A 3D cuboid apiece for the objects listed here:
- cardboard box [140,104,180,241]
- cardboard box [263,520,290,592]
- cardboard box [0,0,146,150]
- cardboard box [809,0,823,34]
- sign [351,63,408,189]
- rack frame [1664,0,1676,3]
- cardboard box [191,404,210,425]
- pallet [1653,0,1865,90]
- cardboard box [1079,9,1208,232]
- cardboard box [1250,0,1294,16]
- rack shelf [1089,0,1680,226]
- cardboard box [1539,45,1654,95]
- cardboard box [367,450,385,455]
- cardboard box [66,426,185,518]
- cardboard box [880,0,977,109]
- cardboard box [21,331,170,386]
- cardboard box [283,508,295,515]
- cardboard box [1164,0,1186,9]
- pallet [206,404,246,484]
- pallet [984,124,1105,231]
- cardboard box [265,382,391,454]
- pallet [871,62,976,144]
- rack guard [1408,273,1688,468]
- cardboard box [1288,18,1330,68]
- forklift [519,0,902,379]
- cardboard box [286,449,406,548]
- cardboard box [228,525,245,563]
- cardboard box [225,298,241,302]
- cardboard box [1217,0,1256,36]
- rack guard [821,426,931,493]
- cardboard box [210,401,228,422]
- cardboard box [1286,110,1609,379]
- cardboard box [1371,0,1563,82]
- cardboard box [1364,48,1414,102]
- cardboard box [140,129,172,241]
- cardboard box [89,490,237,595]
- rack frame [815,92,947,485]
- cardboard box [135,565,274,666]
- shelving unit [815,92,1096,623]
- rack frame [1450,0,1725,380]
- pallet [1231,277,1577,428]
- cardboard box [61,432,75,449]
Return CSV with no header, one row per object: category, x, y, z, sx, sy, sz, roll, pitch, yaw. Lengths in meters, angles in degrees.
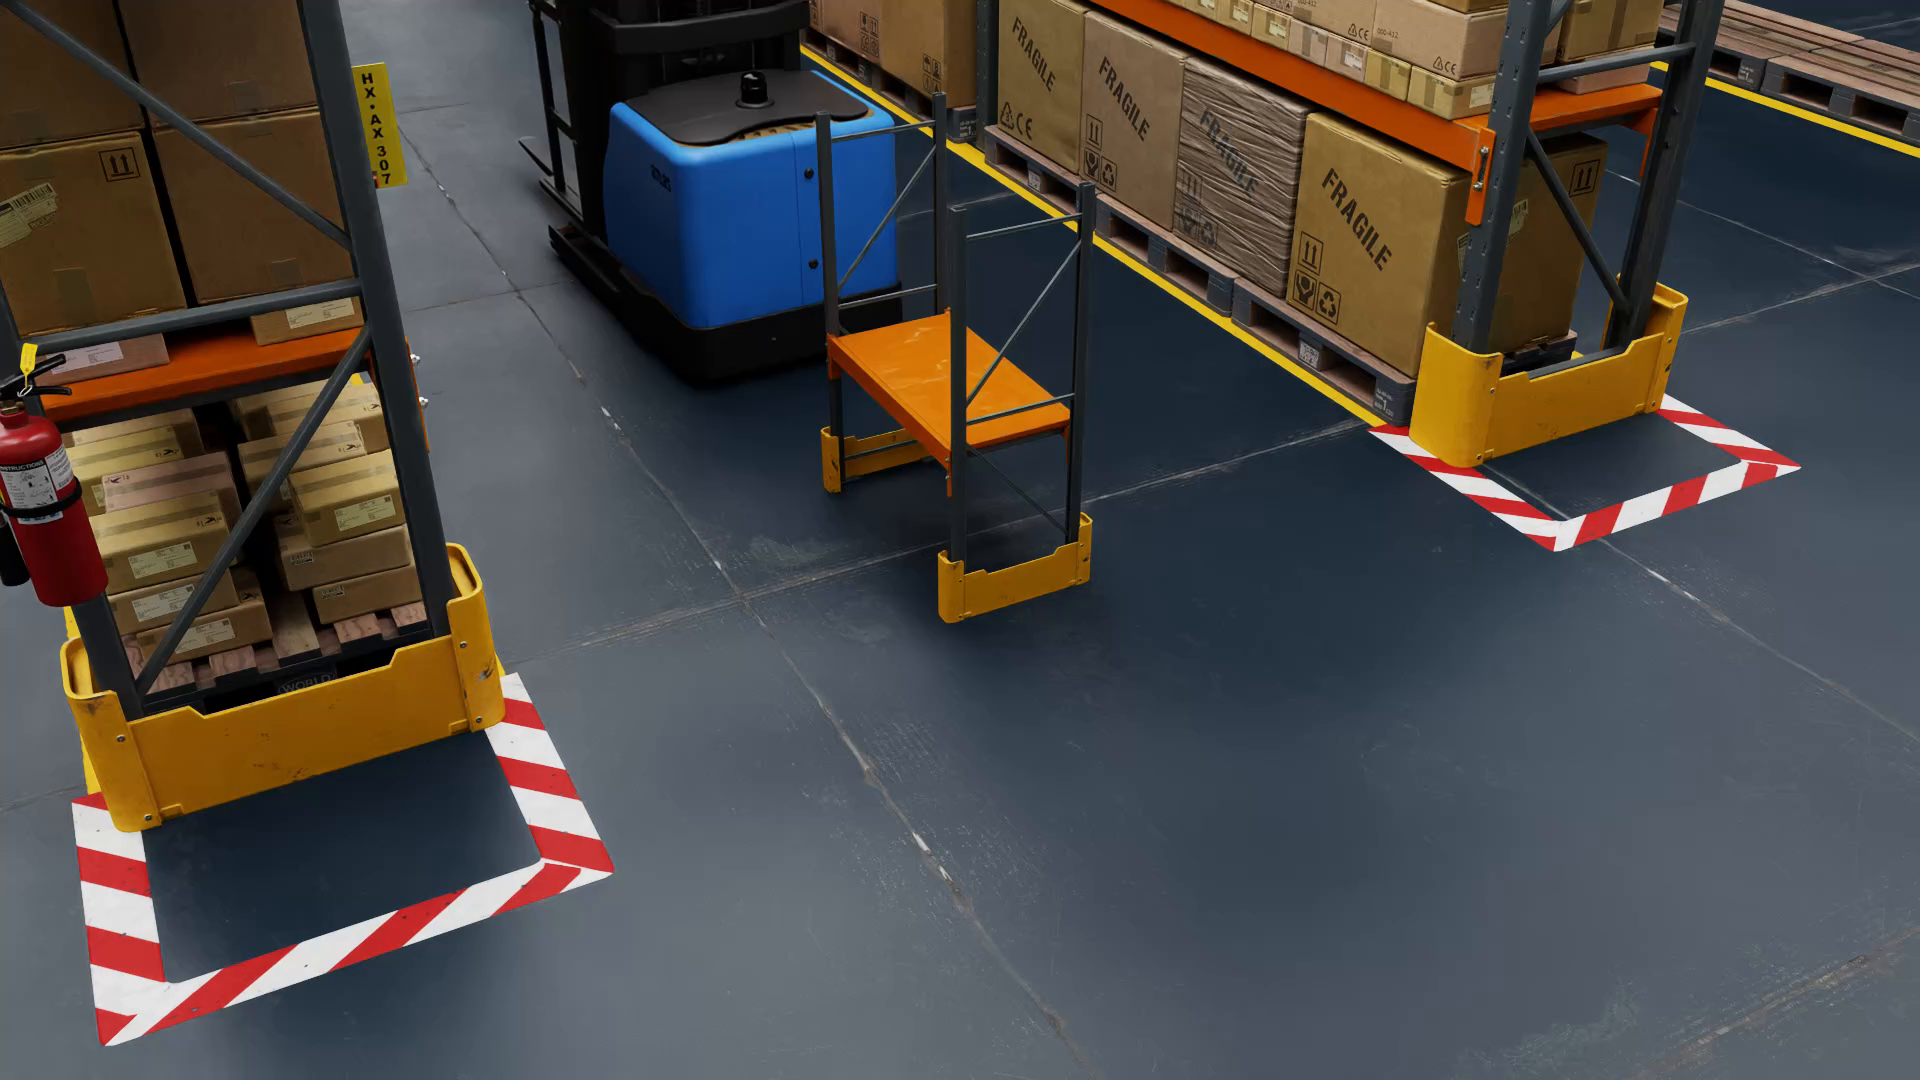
cardboard box,-2.243,-1.280,5.099,0.500,0.500,0.500,-16,36,-23
cardboard box,-2.161,0.009,5.709,0.380,0.149,0.250,-16,36,-23
cardboard box,-2.439,-1.324,4.241,0.500,0.500,0.500,-17,36,-24
cardboard box,-0.588,-4.117,11.477,1.225,0.875,0.875,-16,36,-23
sign,-1.526,-1.081,4.354,0.100,0.325,0.005,-16,36,-23
rack frame,4.946,-4.934,11.171,1.000,3.000,0.127,-16,36,-23
cardboard box,-3.154,-0.496,6.497,0.380,0.149,0.250,-15,36,-22
pallet,5.323,-3.419,11.391,1.003,0.211,1.213,-16,36,-23
cardboard box,1.221,-2.206,8.493,0.875,0.875,0.875,-16,36,-23
cardboard box,1.495,-2.491,7.221,0.500,0.250,0.500,-17,36,-25
rack shelf,1.497,-2.431,7.931,1.077,0.370,4.000,-16,36,-23
cardboard box,2.556,-1.926,6.709,0.380,0.149,0.250,-15,36,-23
cardboard box,-2.316,-0.386,6.049,0.380,0.149,0.250,-15,35,-22
cardboard box,-2.776,-0.222,5.518,0.380,0.149,0.250,-17,36,-24
cardboard box,0.248,-3.271,10.155,1.225,0.875,0.875,-16,36,-23
cardboard box,-2.408,-0.559,4.574,0.380,0.149,0.250,-16,36,-23
cardboard box,-2.100,-0.141,5.668,0.380,0.149,0.250,-16,36,-23
cardboard box,1.136,-2.614,7.783,0.380,0.149,0.250,-17,36,-24
pallet,-2.953,-0.420,6.710,1.003,0.211,1.213,-16,36,-23
pallet,0.850,-2.132,9.381,1.003,0.211,1.213,-16,36,-23
cardboard box,-2.188,-0.396,5.790,0.380,0.149,0.250,-16,36,-23
pallet,0.138,-2.863,10.524,1.003,0.211,1.213,-16,36,-23
rack guard,2.441,-0.715,6.903,1.175,0.500,0.348,-16,36,-23
cardboard box,1.617,-2.124,7.018,0.380,0.149,0.250,-15,36,-22
forklift,-1.437,-2.696,7.741,1.130,2.935,3.031,-17,37,-25
cardboard box,-1.949,-0.142,5.394,0.380,0.149,0.250,-18,37,-25
cardboard box,-2.578,0.000,5.447,0.380,0.149,0.250,-17,36,-24
cardboard box,-2.022,-0.822,4.986,0.380,0.149,0.250,-15,35,-21
cardboard box,1.373,-2.371,7.404,0.380,0.149,0.250,-16,36,-23
rack guard,-0.268,-0.379,6.610,0.587,0.250,0.087,-16,36,-23
cardboard box,-2.687,-0.607,6.395,0.380,0.149,0.250,-14,35,-21
cardboard box,2.060,-1.347,7.152,0.875,0.875,0.875,-16,36,-23
cardboard box,1.969,-2.006,6.464,0.500,0.250,0.500,-16,36,-24
cardboard box,1.849,-1.884,6.643,0.380,0.149,0.250,-15,36,-23
cardboard box,-2.678,-1.144,4.887,0.500,0.500,0.500,-16,36,-24
cardboard box,-2.477,0.004,5.165,0.380,0.149,0.250,-15,36,-23
rack frame,-0.277,-0.915,6.288,0.500,1.500,0.032,-16,36,-23
cardboard box,-2.435,0.245,5.341,0.380,0.149,0.250,-15,36,-22
shelving unit,-0.036,-0.668,5.902,0.587,1.500,1.083,-16,36,-23
rack frame,2.429,-1.779,6.247,1.000,3.000,0.127,-16,36,-23
pallet,1.987,-0.967,7.564,1.003,0.211,1.213,-16,36,-23
cardboard box,-3.015,-0.476,5.914,0.380,0.149,0.250,-15,35,-21
